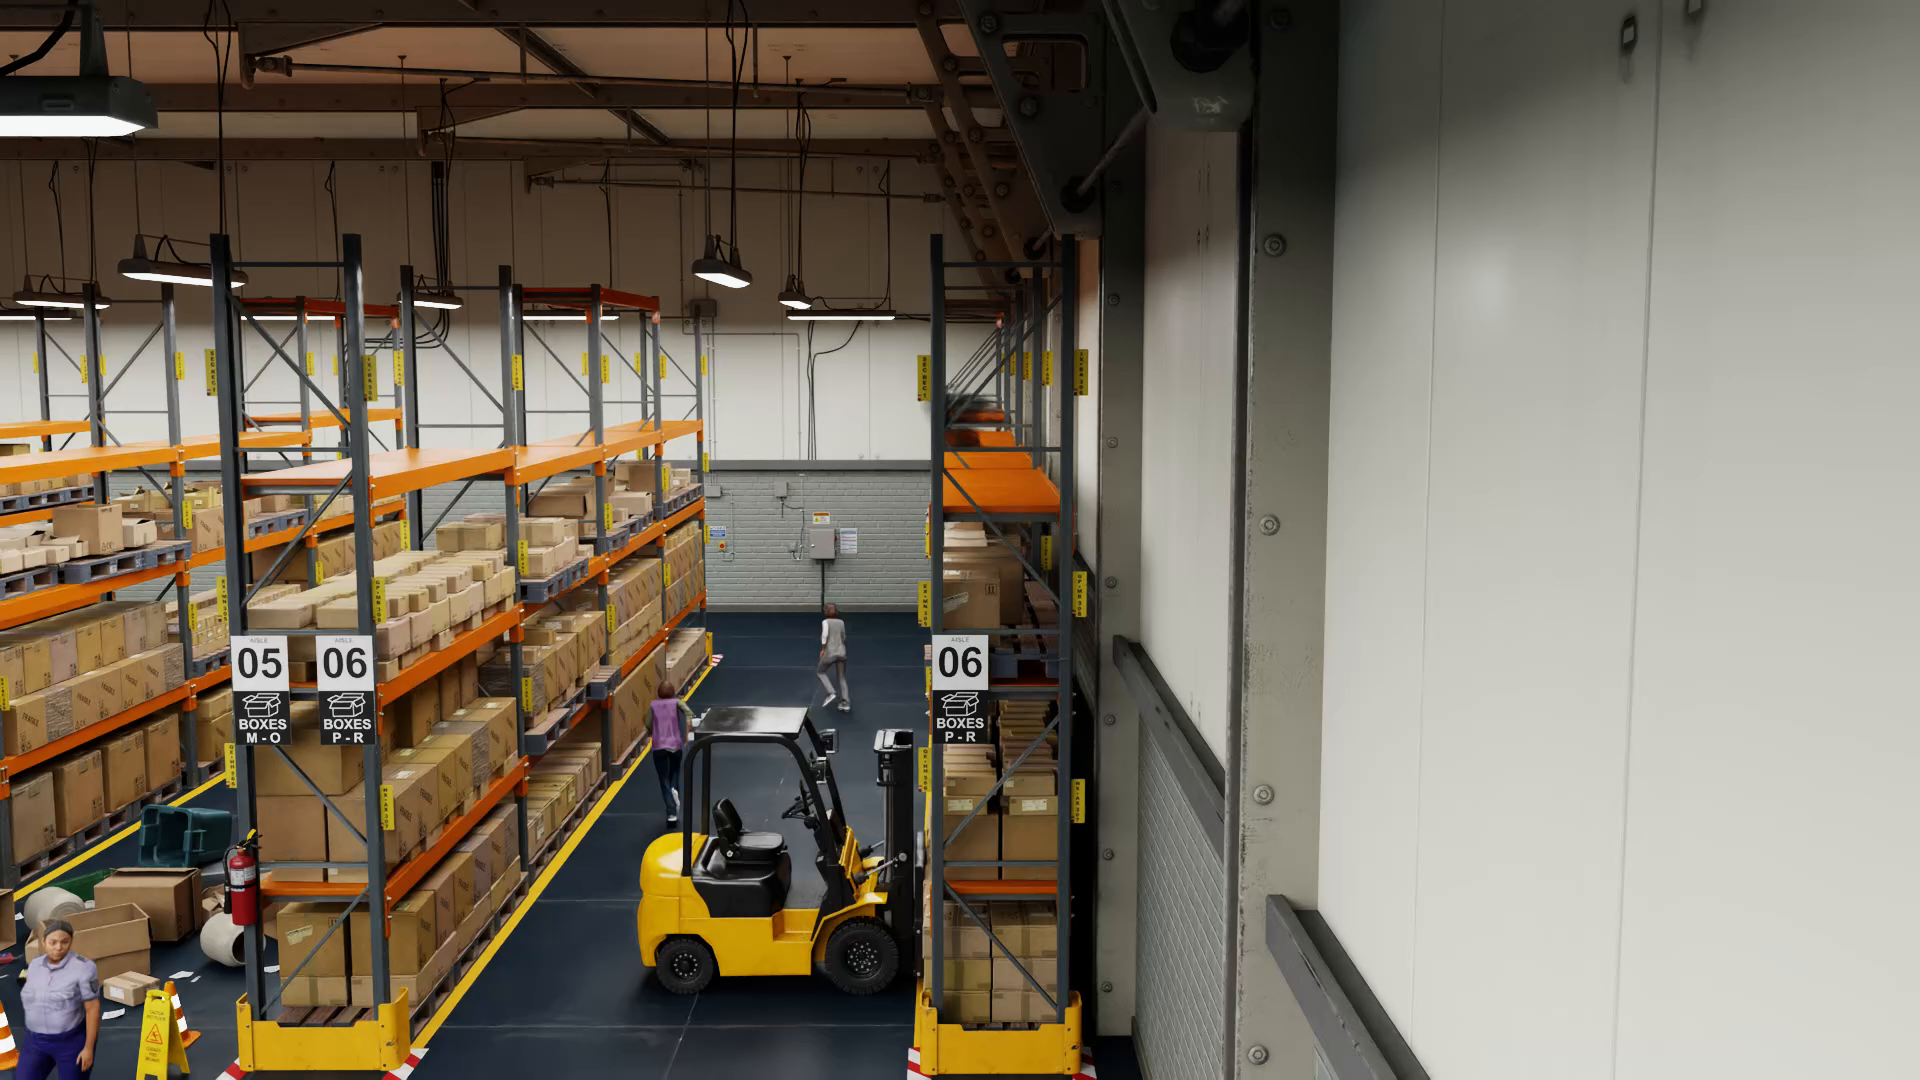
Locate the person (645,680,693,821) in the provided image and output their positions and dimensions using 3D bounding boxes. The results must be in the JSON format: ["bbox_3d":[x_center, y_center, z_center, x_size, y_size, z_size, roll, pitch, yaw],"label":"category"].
[{"bbox_3d":[-3.253,2.347,18.612,0.512,1.520,0.782,-2,7,-14],"label":"person"}]

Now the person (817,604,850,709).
[{"bbox_3d":[-1.874,1.704,24.472,0.536,1.495,0.851,-4,7,-32],"label":"person"}]

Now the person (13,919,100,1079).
[{"bbox_3d":[-5.751,3.190,10.555,0.638,1.640,0.445,0,6,1],"label":"person"}]
